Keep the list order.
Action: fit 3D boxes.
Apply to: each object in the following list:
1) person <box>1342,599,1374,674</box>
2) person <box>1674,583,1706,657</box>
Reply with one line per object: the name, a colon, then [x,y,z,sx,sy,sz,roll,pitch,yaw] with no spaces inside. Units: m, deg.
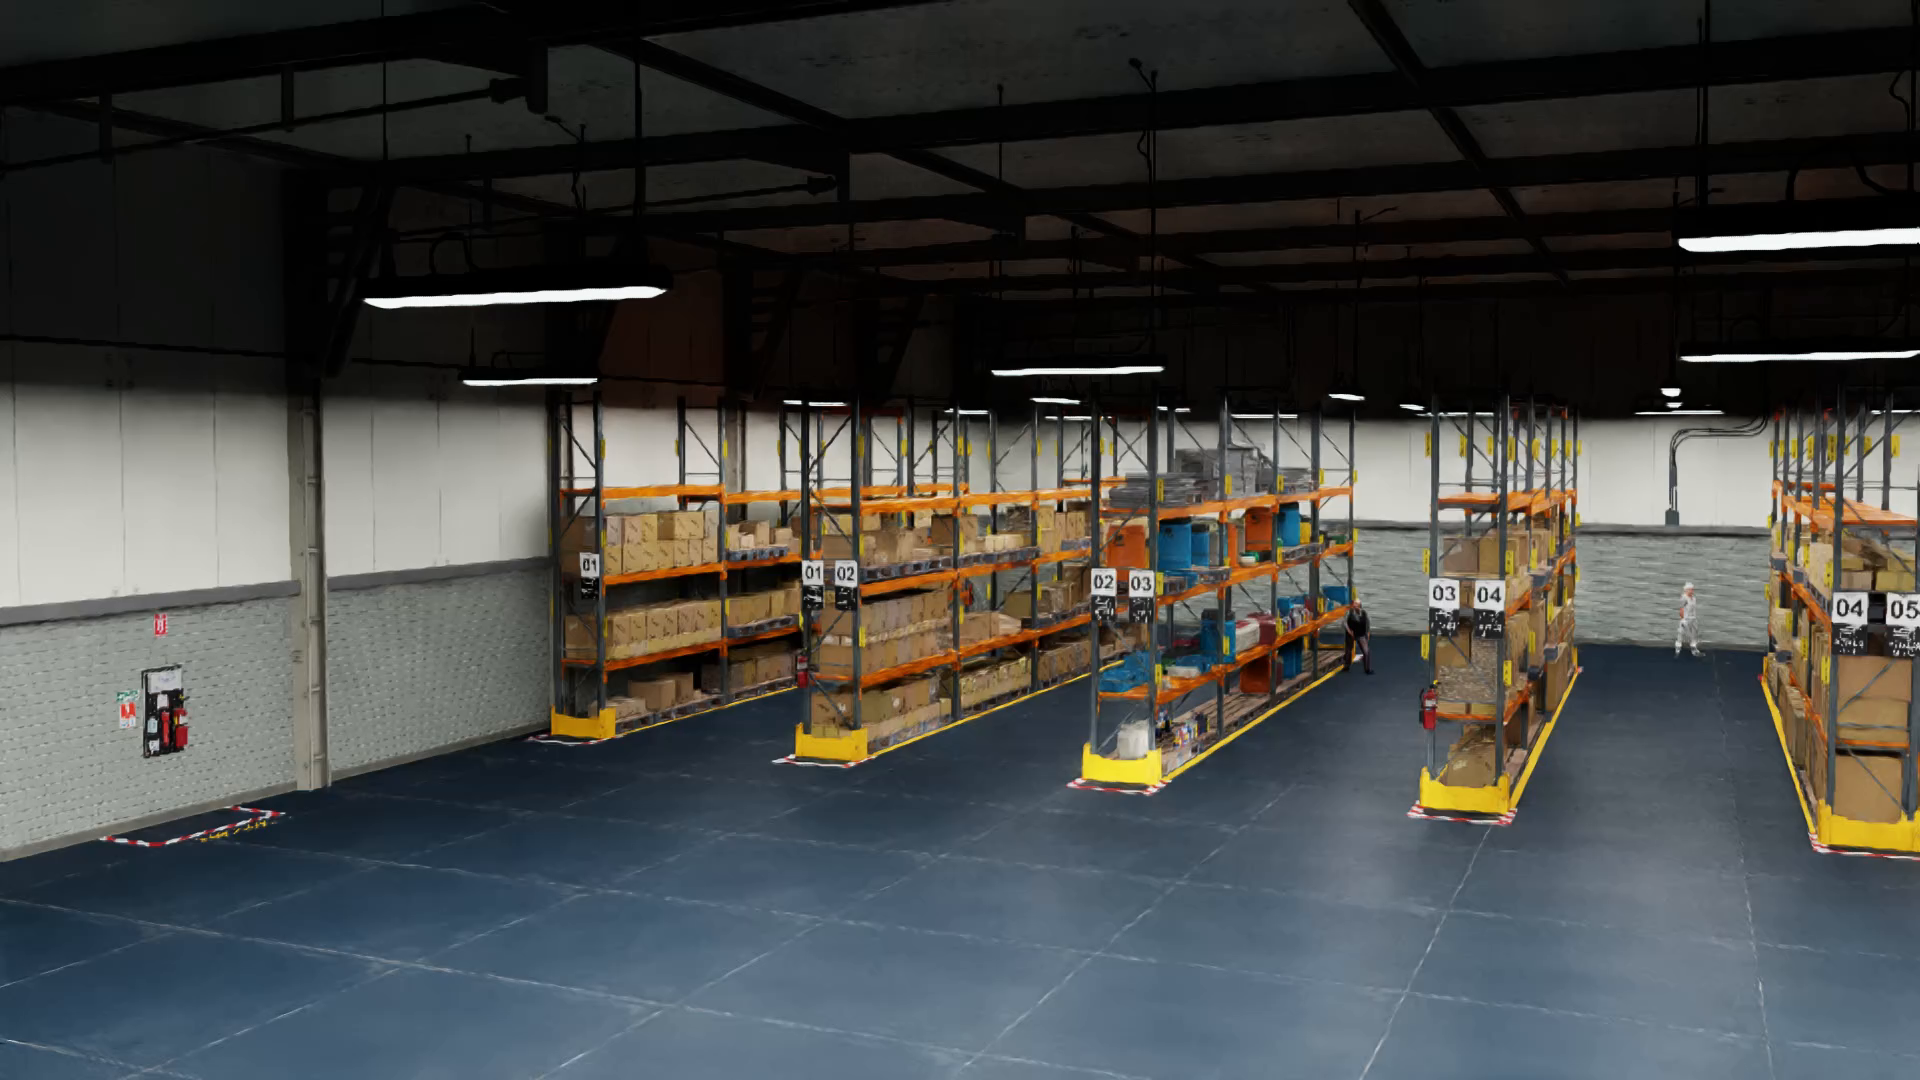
person: [8.812,2.124,36.946,0.687,1.658,0.832,0,3,5]
person: [17.420,1.902,39.721,0.707,1.785,0.524,-2,4,-33]
